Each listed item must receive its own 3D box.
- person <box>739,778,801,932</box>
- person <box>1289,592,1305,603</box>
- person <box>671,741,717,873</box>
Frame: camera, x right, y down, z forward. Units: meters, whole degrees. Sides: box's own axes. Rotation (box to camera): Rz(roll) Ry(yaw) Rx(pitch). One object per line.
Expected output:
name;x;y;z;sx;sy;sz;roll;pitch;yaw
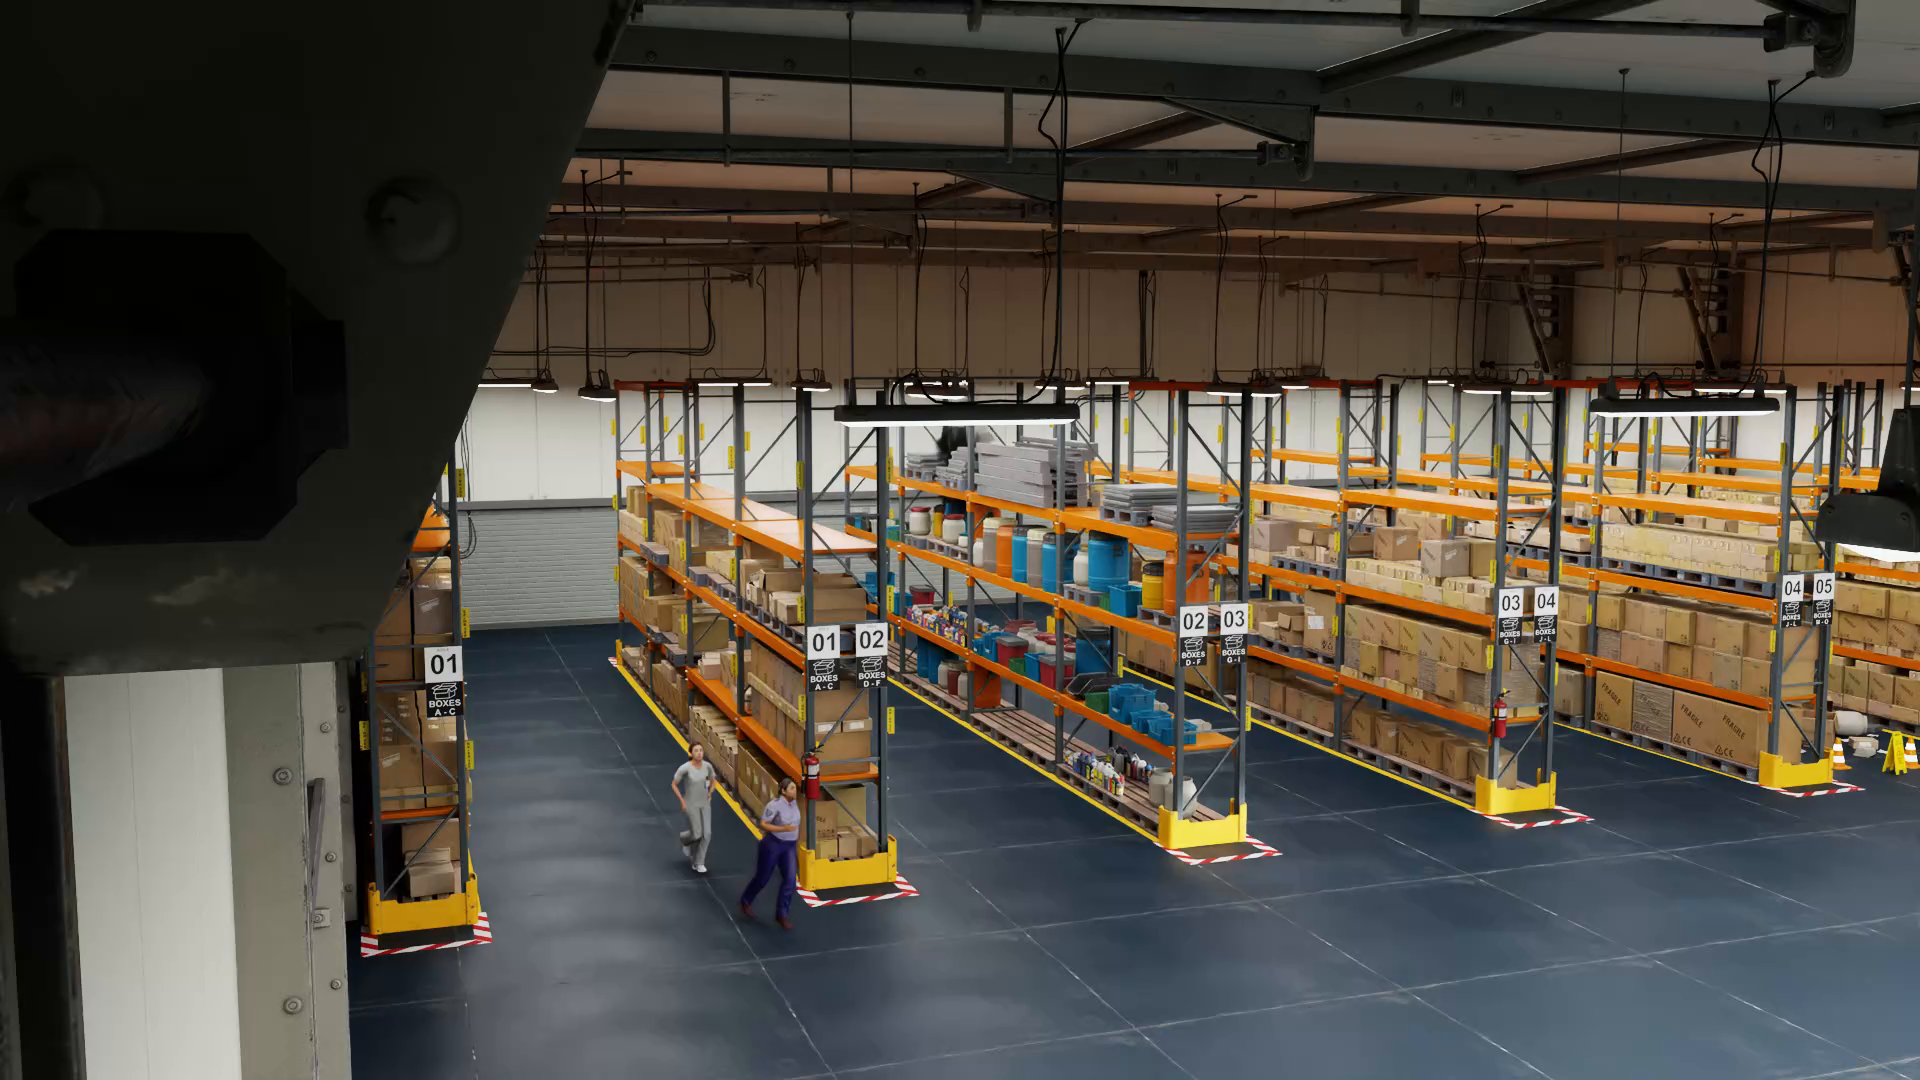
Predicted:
person;-2.049;3.530;18.939;0.641;1.649;0.849;-6;8;-43
person;8.585;1.023;41.923;0.976;1.827;0.731;-2;6;-17
person;-3.314;3.321;20.855;0.580;1.624;0.597;-4;7;-33
